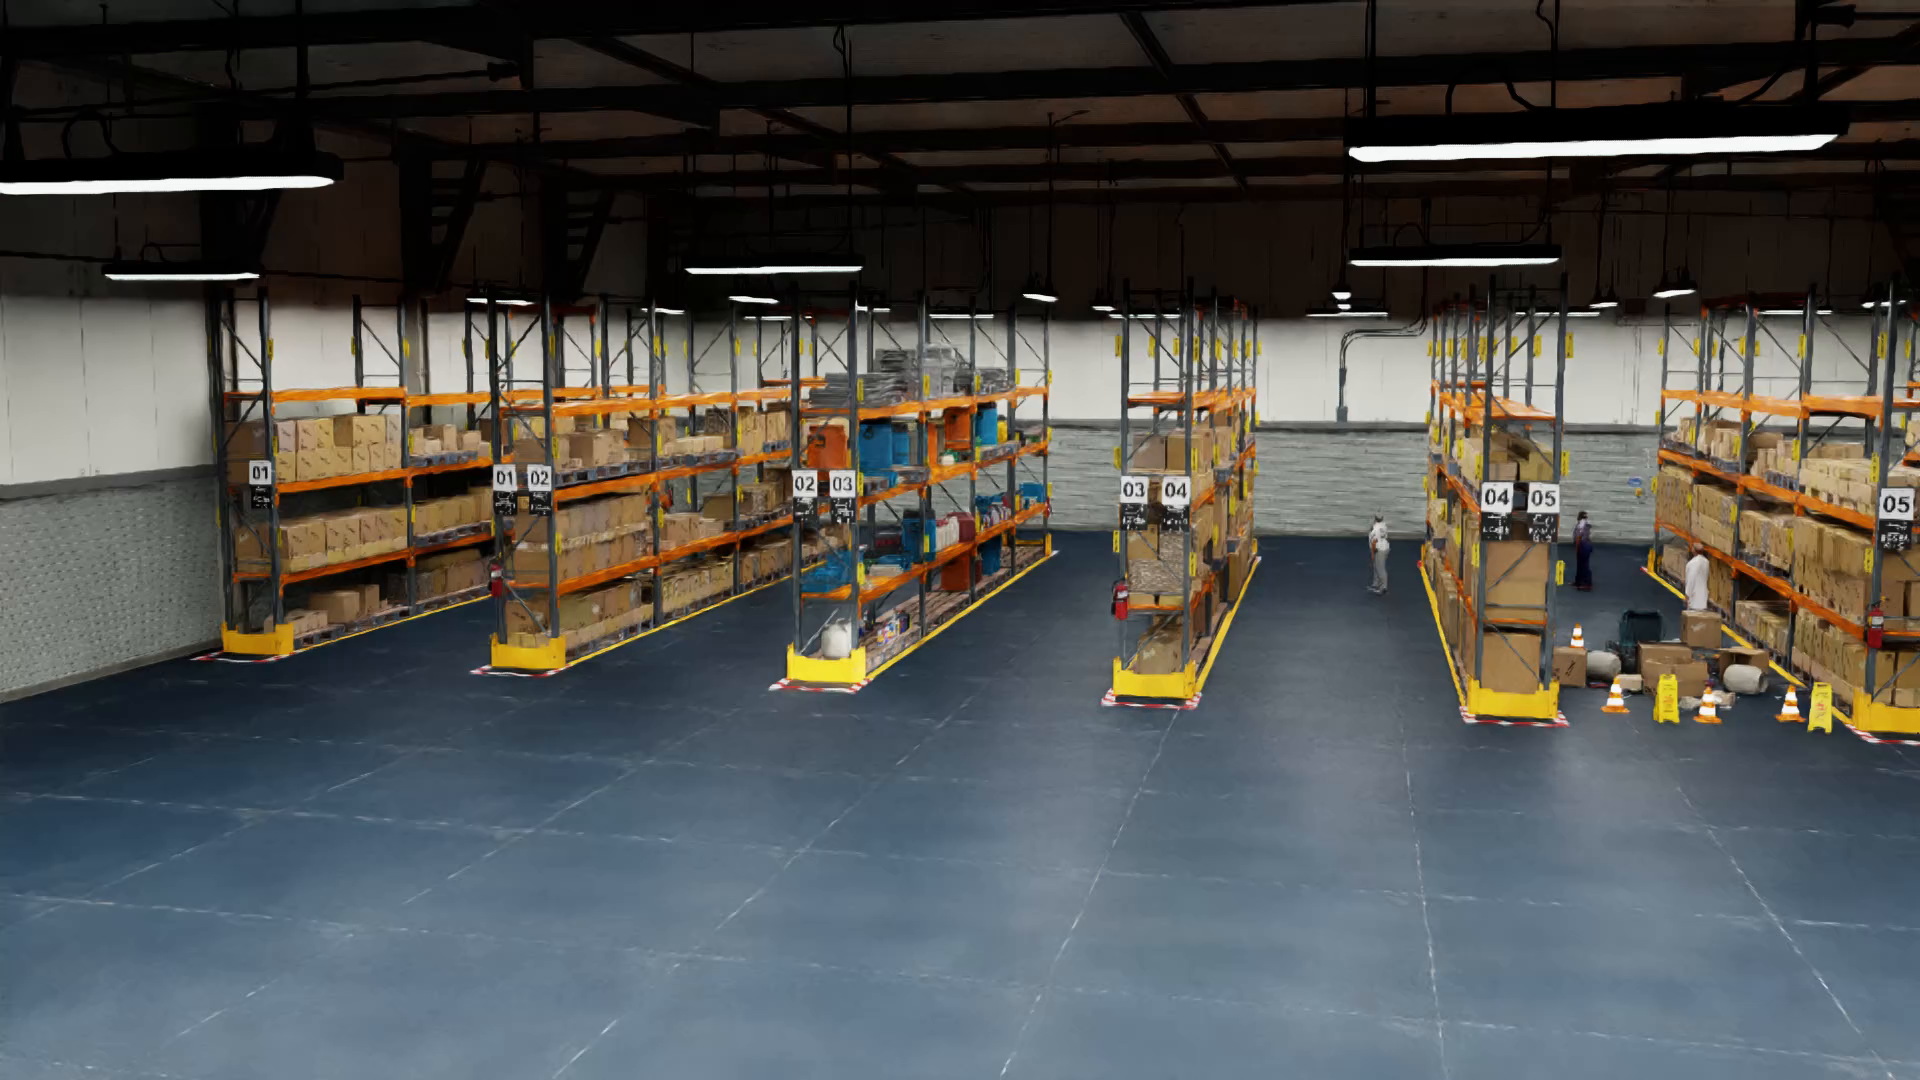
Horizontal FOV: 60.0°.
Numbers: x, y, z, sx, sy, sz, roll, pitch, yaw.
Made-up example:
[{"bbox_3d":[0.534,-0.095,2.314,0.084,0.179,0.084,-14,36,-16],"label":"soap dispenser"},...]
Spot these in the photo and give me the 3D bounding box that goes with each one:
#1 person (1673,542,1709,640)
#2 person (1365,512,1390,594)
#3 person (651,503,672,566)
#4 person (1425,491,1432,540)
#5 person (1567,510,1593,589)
[{"bbox_3d":[12.279,0.915,27.831,0.641,1.763,0.693,5,8,38],"label":"person"},{"bbox_3d":[8.584,0.245,34.178,0.570,1.654,0.601,4,8,32],"label":"person"},{"bbox_3d":[-6.609,-0.037,36.962,0.598,1.619,0.507,1,7,11],"label":"person"},{"bbox_3d":[11.298,-0.395,39.442,0.590,1.765,0.560,-3,7,-26],"label":"person"},{"bbox_3d":[12.999,0.184,34.826,0.560,1.628,0.611,5,8,35],"label":"person"}]
